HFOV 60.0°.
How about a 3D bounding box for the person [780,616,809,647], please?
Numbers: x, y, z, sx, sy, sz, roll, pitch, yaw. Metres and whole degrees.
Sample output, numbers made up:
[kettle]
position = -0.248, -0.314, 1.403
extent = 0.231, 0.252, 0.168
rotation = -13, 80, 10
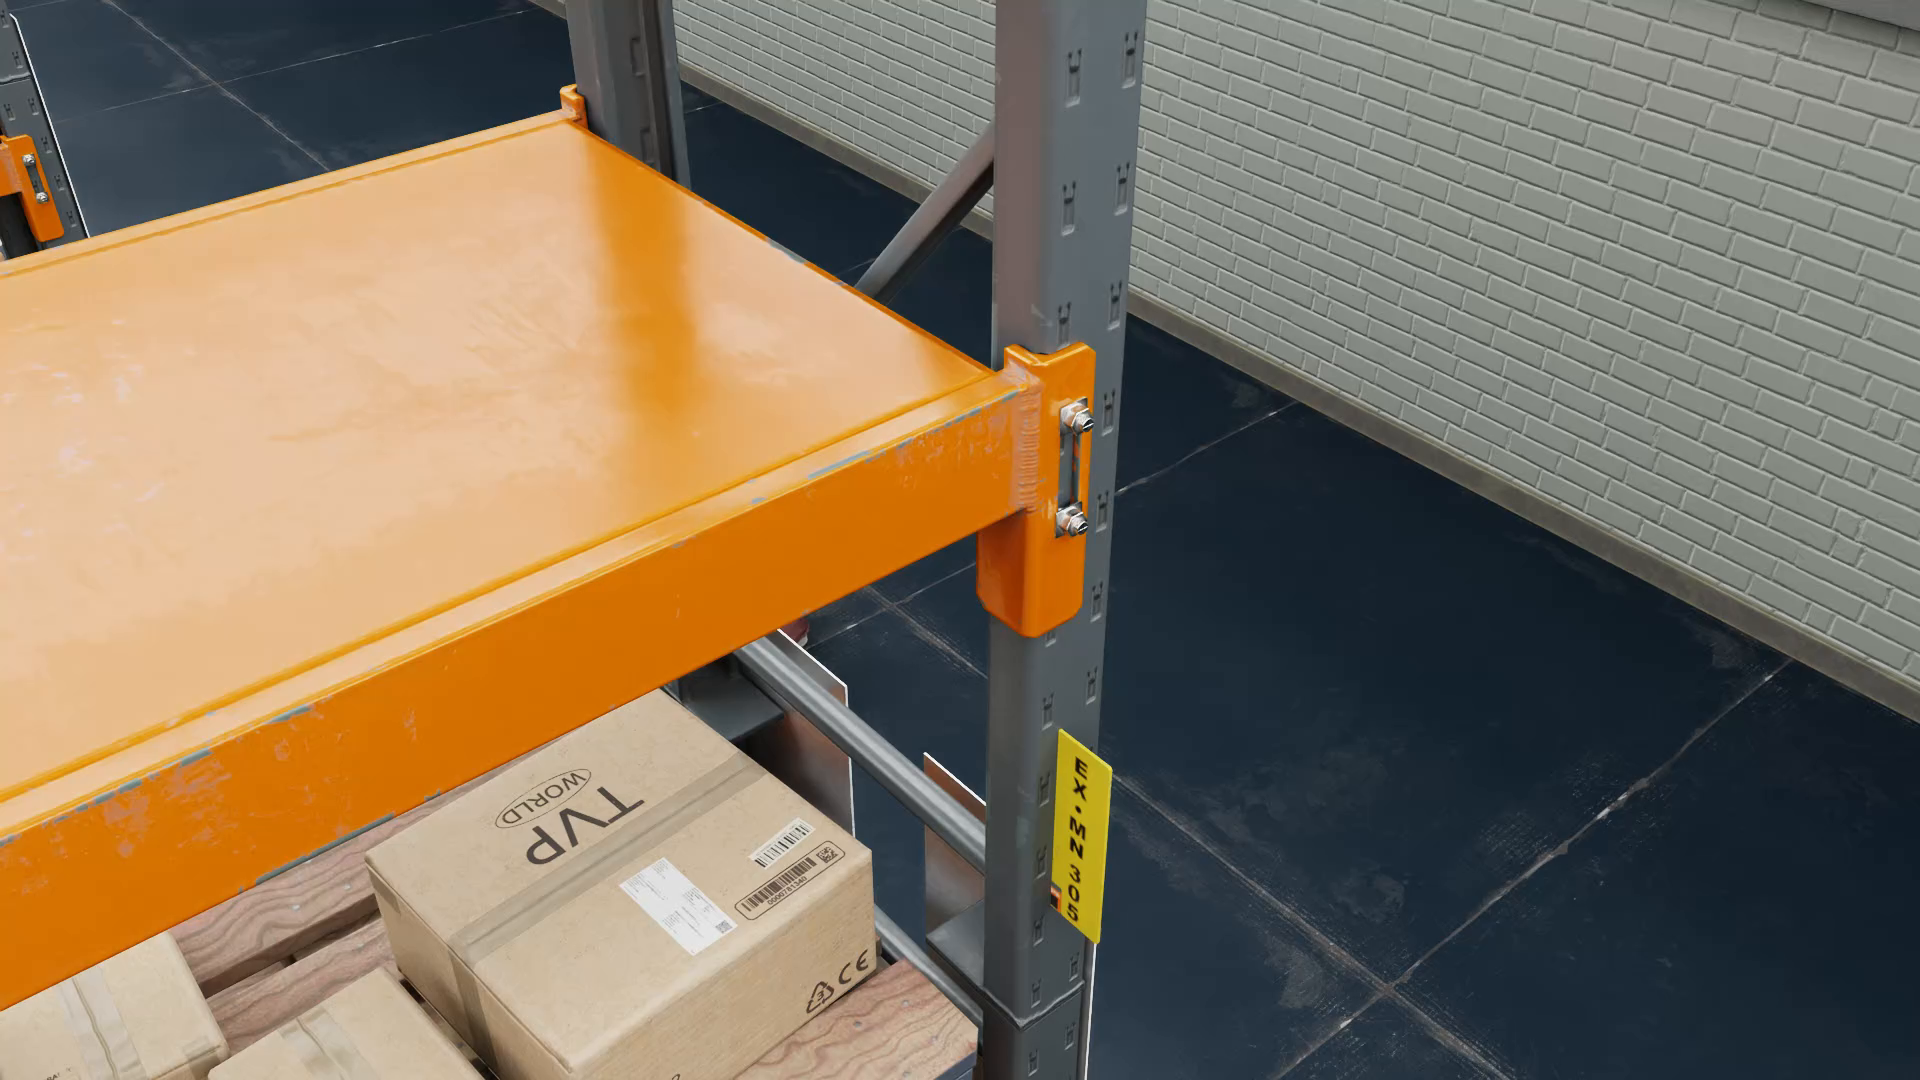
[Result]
[person]
position = -0.879, -0.188, 7.347
extent = 0.551, 1.667, 0.424
rotation = -26, 43, -31
